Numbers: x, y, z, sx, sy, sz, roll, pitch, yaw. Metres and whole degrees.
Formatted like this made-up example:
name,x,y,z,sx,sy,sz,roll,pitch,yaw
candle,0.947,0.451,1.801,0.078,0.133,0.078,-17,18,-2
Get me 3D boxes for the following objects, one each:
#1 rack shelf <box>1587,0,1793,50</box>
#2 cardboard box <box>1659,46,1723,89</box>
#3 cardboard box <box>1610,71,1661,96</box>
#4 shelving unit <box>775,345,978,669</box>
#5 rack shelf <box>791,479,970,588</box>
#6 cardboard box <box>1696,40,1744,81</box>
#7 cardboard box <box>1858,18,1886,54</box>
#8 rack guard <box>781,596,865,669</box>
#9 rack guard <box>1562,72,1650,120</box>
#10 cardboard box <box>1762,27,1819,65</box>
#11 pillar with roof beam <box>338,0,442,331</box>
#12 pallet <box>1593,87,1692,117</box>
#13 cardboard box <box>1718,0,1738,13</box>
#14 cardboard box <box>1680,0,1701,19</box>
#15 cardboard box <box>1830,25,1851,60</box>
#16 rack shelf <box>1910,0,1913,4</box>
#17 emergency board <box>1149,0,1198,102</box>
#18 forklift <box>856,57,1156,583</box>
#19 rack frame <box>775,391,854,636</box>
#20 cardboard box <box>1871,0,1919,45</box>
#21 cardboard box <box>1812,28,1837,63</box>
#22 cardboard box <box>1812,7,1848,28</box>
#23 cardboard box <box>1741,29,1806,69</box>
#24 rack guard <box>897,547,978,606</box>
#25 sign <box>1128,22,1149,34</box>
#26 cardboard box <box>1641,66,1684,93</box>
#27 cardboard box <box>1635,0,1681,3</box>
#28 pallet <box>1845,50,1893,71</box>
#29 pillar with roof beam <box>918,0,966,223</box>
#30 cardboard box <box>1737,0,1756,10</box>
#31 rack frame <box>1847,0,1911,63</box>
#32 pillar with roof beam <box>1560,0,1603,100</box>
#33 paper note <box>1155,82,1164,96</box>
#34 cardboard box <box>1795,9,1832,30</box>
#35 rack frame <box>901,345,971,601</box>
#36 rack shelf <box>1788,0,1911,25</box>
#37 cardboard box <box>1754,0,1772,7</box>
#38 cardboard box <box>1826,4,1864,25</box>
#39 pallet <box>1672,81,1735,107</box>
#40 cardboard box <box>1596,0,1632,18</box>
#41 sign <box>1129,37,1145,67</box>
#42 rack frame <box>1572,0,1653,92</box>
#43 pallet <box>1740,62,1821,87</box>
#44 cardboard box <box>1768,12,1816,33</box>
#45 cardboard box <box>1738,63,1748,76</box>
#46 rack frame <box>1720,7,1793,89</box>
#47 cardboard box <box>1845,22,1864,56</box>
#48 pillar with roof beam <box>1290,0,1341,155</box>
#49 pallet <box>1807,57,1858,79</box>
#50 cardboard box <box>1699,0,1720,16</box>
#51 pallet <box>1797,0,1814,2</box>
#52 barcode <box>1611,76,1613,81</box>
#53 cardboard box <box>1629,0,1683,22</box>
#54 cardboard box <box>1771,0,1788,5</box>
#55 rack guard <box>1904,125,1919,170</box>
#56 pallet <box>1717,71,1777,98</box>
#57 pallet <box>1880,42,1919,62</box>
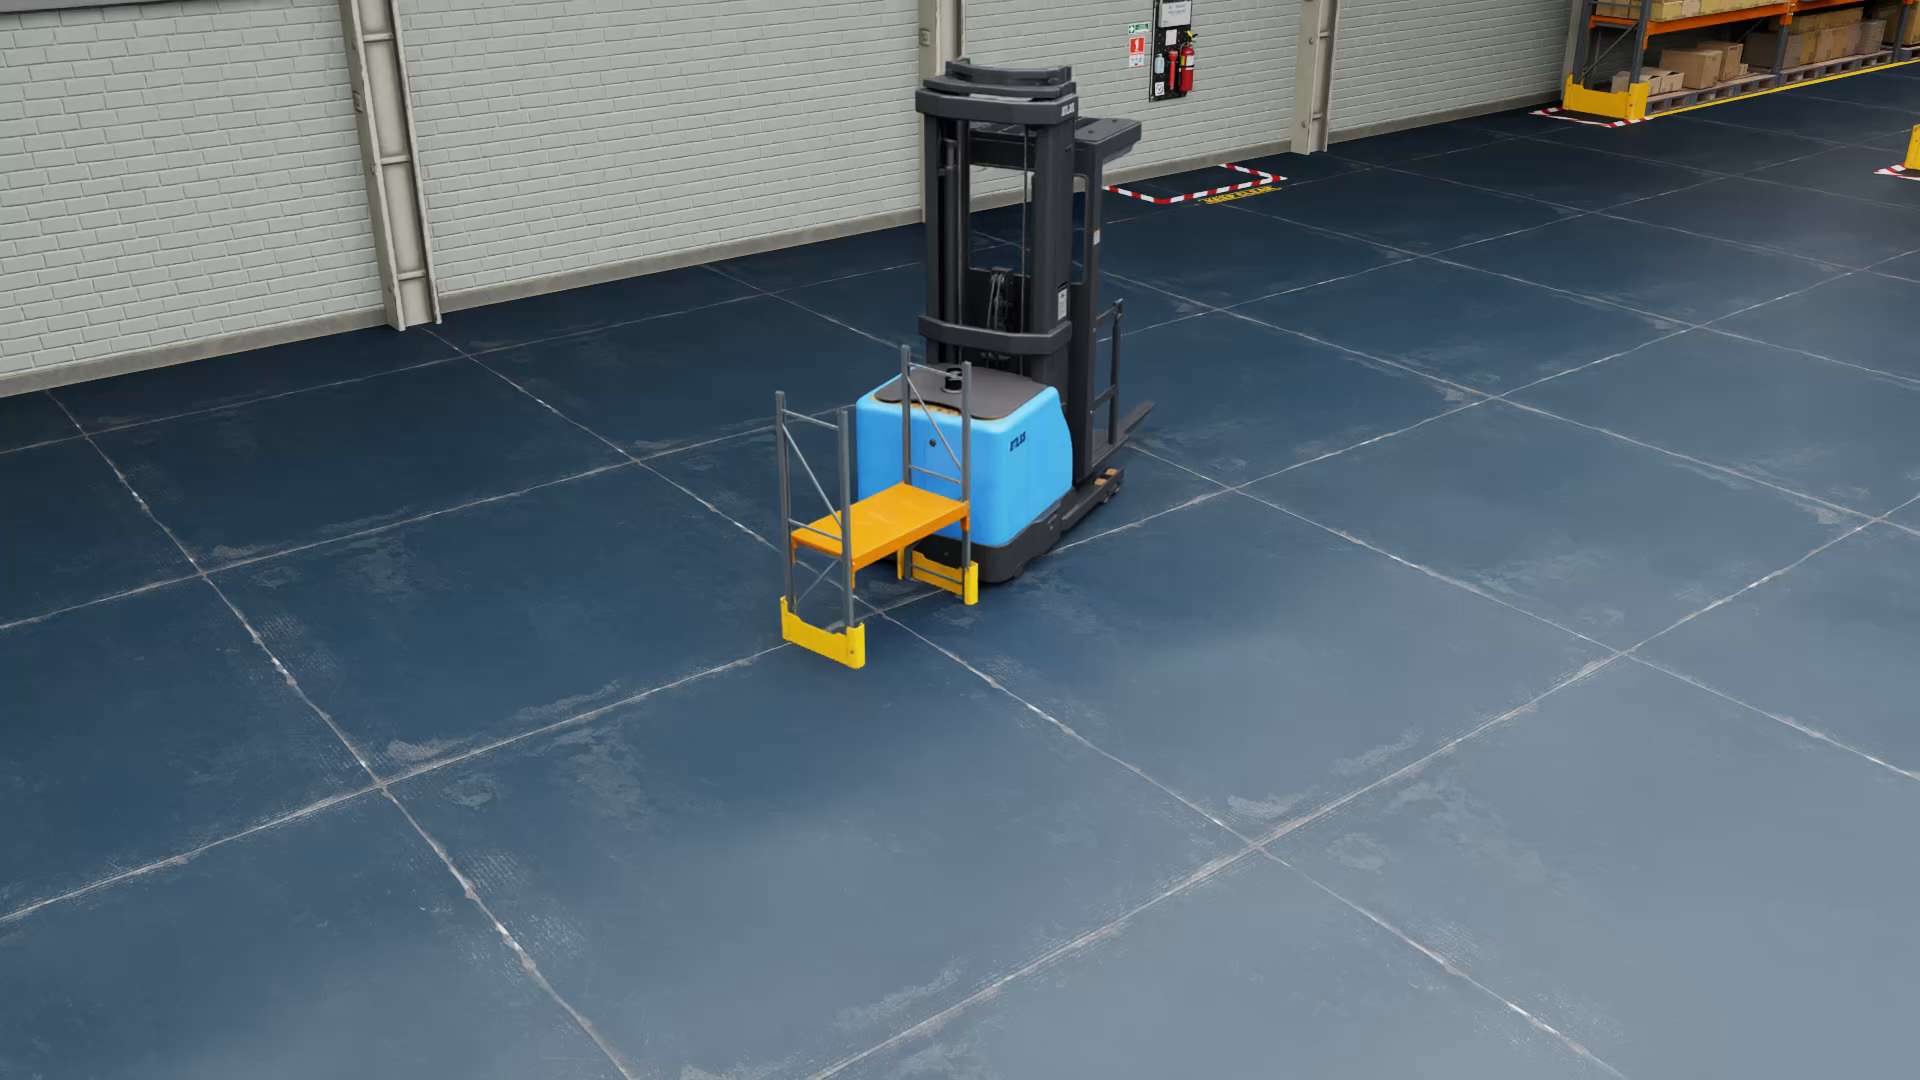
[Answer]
name,x,y,z,sx,sy,sz,roll,pitch,yaw
rack shelf,10.812,-7.716,24.667,4.000,0.370,1.077,-18,31,-34
cardboard box,10.895,-7.060,24.847,0.500,0.500,0.700,-21,32,-37
cardboard box,9.839,-6.653,24.193,0.500,0.311,0.500,-23,33,-40
shelving unit,-0.457,-0.216,9.433,0.587,1.500,1.083,19,31,35
rack shelf,-0.463,-0.050,9.503,0.538,0.185,1.000,19,31,35
cardboard box,11.594,-7.345,25.459,0.500,0.500,0.500,-21,32,-38
cardboard box,15.000,-8.462,27.867,0.500,0.500,0.700,-18,30,-33
rack guard,-0.774,0.513,9.348,0.587,0.250,0.087,19,31,35
rack guard,9.298,-6.409,23.965,0.348,0.500,1.175,-18,31,-34
cardboard box,13.331,-7.975,26.817,0.500,0.500,0.700,-19,31,-35
pillar with roof beam,-2.252,-4.610,9.995,0.400,9.000,9.100,-18,31,-34
pallet,9.960,-6.477,24.455,1.213,0.211,1.003,-18,31,-34
cardboard box,11.022,-7.886,24.333,0.500,0.250,0.500,-18,30,-34
cardboard box,10.218,-7.625,23.771,0.500,0.250,0.500,-19,31,-36
cardboard box,14.149,-8.229,27.364,0.500,0.500,0.700,-18,31,-34
rack shelf,17.108,-9.794,29.145,4.000,0.370,1.077,-18,31,-34
emergency board,2.566,-5.803,19.691,0.643,1.169,0.194,-18,31,-34
forklift,0.476,-1.659,10.842,1.130,2.935,3.031,12,28,25
rack frame,-0.786,-0.048,9.071,0.500,1.500,0.032,19,31,35
cardboard box,16.194,-8.964,28.556,0.750,0.750,0.750,-19,31,-35
cardboard box,13.757,-8.094,27.074,0.500,0.500,0.700,-18,30,-33
cardboard box,14.111,-8.540,27.144,0.500,0.250,0.500,-18,31,-34
cardboard box,12.955,-7.824,26.492,0.500,0.500,0.700,-17,30,-32
rack guard,-0.140,0.190,10.045,0.587,0.250,0.087,19,31,35
sign,2.076,-5.949,19.332,0.331,0.109,0.001,-18,31,-34
cardboard box,10.287,-6.801,24.512,0.500,0.311,0.500,-15,29,-30
cardboard box,9.800,-7.828,23.318,0.500,0.500,0.500,-18,31,-34
pallet,14.918,-8.133,28.025,1.213,0.211,1.003,-18,31,-34
pillar with roof beam,2.469,-6.169,13.353,0.400,9.000,9.100,-18,31,-34
cardboard box,11.417,-8.017,24.615,0.500,0.250,0.500,-18,31,-34
rack frame,15.534,-9.601,27.874,0.127,3.000,1.000,-18,31,-34
pillar with roof beam,11.912,-9.286,20.070,0.400,9.000,9.100,-18,31,-34
paper note,2.384,-5.381,19.827,0.142,0.148,0.016,-18,31,-34
cardboard box,13.707,-8.416,26.877,0.500,0.250,0.500,-19,31,-35
rack frame,-0.139,-0.378,9.782,0.500,1.500,0.032,19,31,35
rack shelf,13.960,-8.755,26.906,4.000,0.370,1.077,-18,31,-34
cardboard box,11.803,-8.153,24.908,0.500,0.250,0.500,-18,30,-34
cardboard box,14.512,-8.675,27.435,0.500,0.250,0.500,-18,30,-33
pallet,10.919,-6.792,25.134,1.213,0.211,1.003,-18,31,-34
cardboard box,9.487,-7.649,23.823,0.500,0.250,0.500,-18,30,-33
sign,2.067,-5.710,19.448,0.234,0.329,0.001,-18,31,-34
rack frame,9.239,-7.523,23.396,0.127,3.000,1.000,-18,31,-34
pallet,12.998,-7.500,26.659,1.213,0.211,1.003,-18,31,-34
cardboard box,13.300,-8.280,26.583,0.500,0.250,0.500,-19,31,-35
cardboard box,11.984,-7.327,25.818,0.380,0.166,0.250,22,33,39
rack frame,12.386,-8.562,25.635,0.127,3.000,1.000,-18,31,-34
cardboard box,14.522,-8.367,27.662,0.500,0.500,0.700,-18,31,-34
pillar with roof beam,7.191,-7.728,16.711,0.400,9.000,9.100,-18,31,-34
pallet,13.959,-7.818,27.345,1.213,0.211,1.003,-18,31,-34
cardboard box,10.623,-7.755,24.052,0.500,0.250,0.500,-19,31,-35
pallet,13.077,-8.625,25.999,1.213,0.211,1.003,-18,31,-34
barcode,9.606,-6.794,24.486,0.075,0.075,0.001,-18,31,-34
cardboard box,9.819,-7.485,23.470,0.500,0.250,0.500,-19,31,-35
cardboard box,12.201,-8.279,25.181,0.500,0.250,0.500,-18,30,-34
rack guard,12.279,-4.743,20.375,0.348,0.500,1.175,-18,31,-34
pallet,11.880,-7.111,25.821,1.213,0.211,1.003,-18,31,-34
pallet,16.201,-8.516,28.848,1.213,0.211,1.003,-18,31,-34
